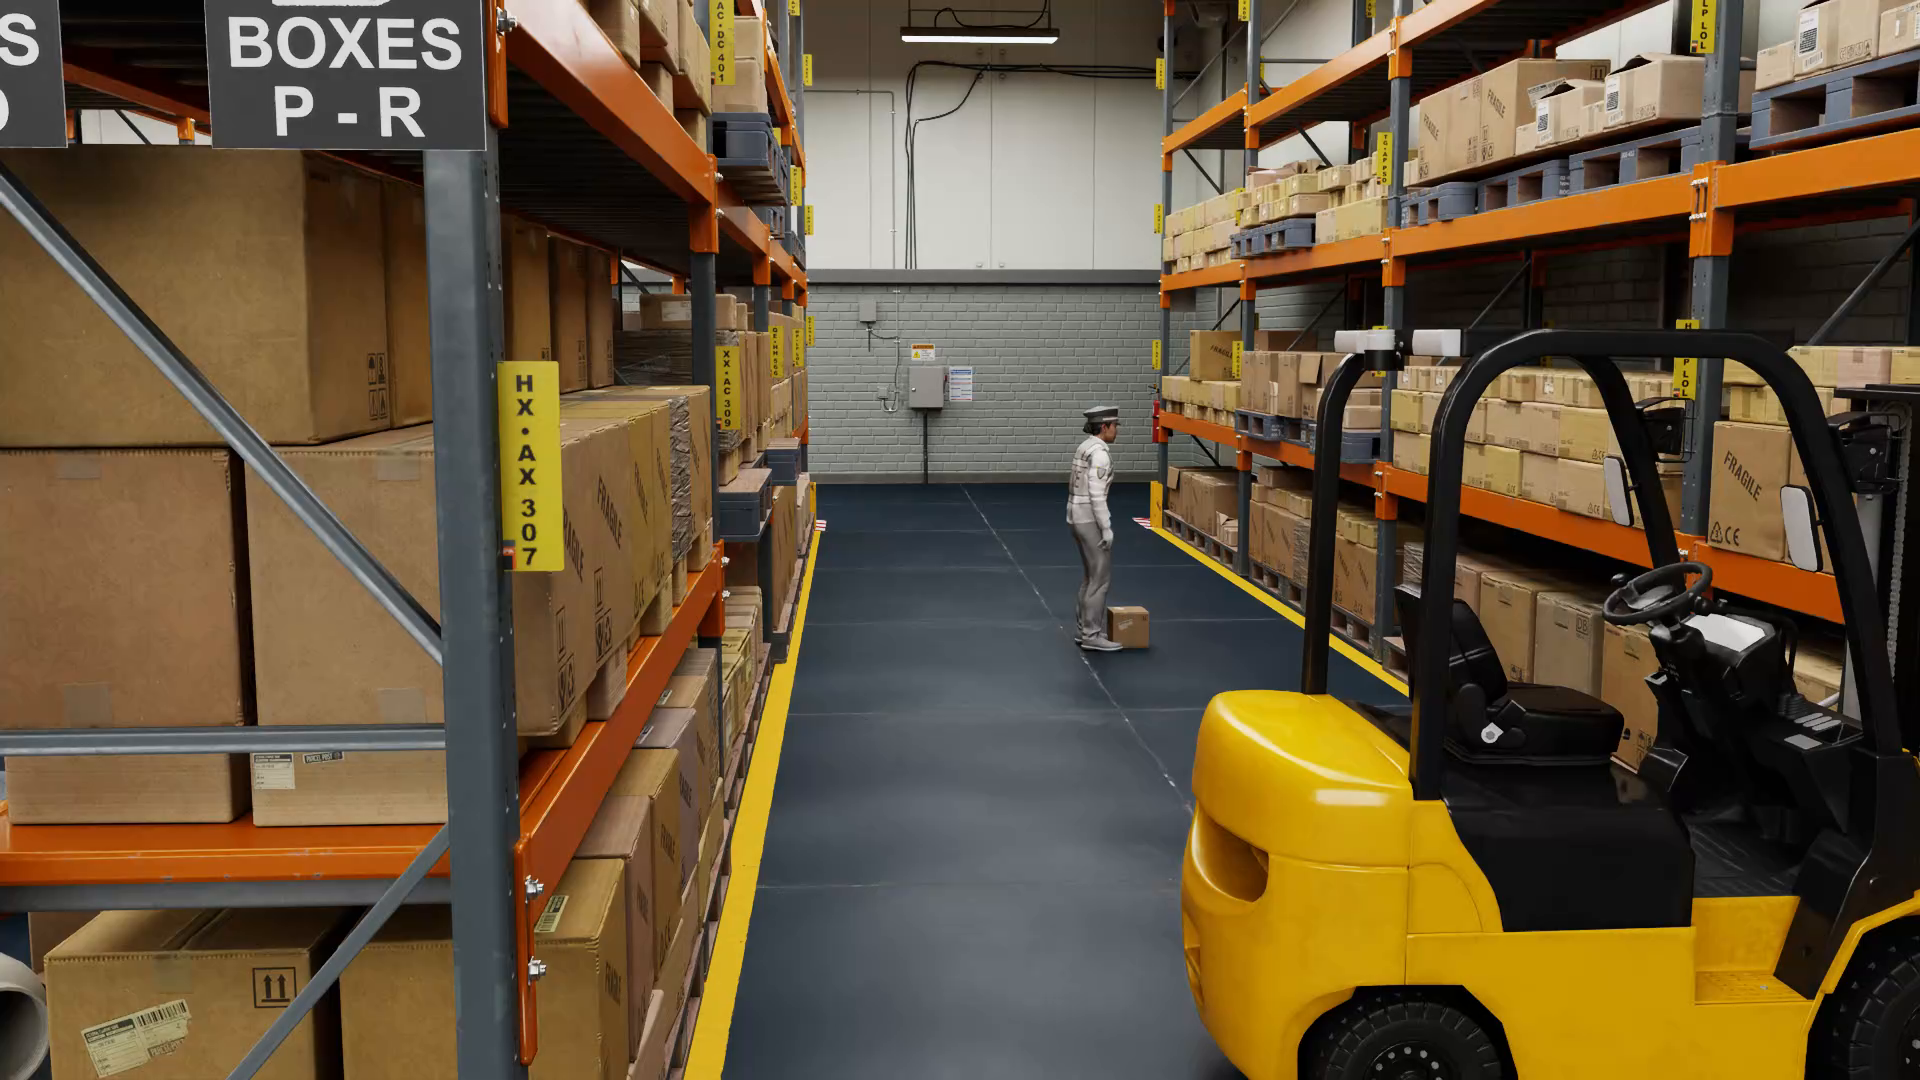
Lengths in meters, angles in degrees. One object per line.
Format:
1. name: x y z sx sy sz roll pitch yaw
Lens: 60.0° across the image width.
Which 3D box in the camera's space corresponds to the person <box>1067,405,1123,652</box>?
1. person: 0.929 -0.093 11.484 0.369 1.667 0.547 -1 7 -7
